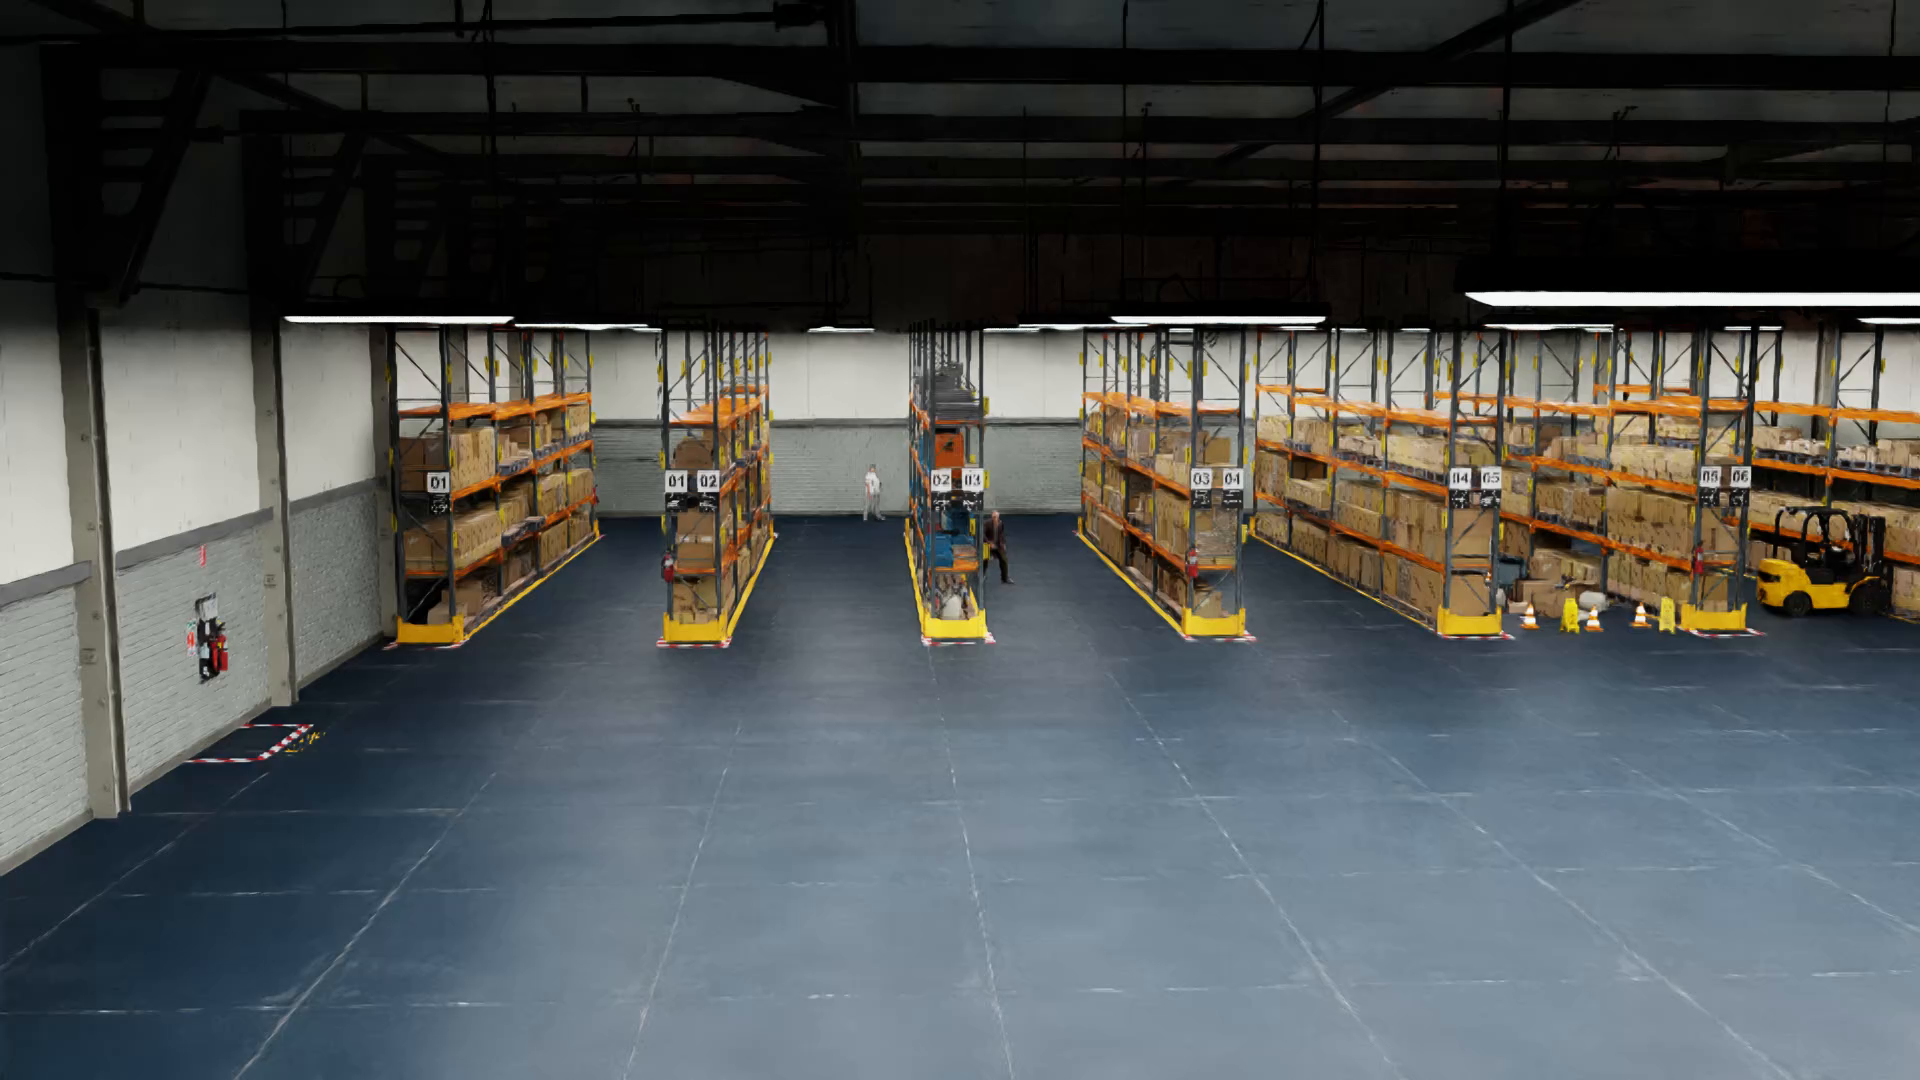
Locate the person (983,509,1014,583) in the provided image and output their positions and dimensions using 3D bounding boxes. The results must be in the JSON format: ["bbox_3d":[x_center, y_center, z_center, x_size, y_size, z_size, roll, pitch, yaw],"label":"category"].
[{"bbox_3d":[0.757,0.135,38.319,0.735,1.715,0.896,-2,7,-19],"label":"person"}]

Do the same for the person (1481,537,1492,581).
[{"bbox_3d":[12.246,0.105,38.725,0.538,1.663,0.572,3,8,25],"label":"person"}]

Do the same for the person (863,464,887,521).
[{"bbox_3d":[-2.664,-1.478,51.098,0.541,1.746,0.737,4,8,29],"label":"person"}]
